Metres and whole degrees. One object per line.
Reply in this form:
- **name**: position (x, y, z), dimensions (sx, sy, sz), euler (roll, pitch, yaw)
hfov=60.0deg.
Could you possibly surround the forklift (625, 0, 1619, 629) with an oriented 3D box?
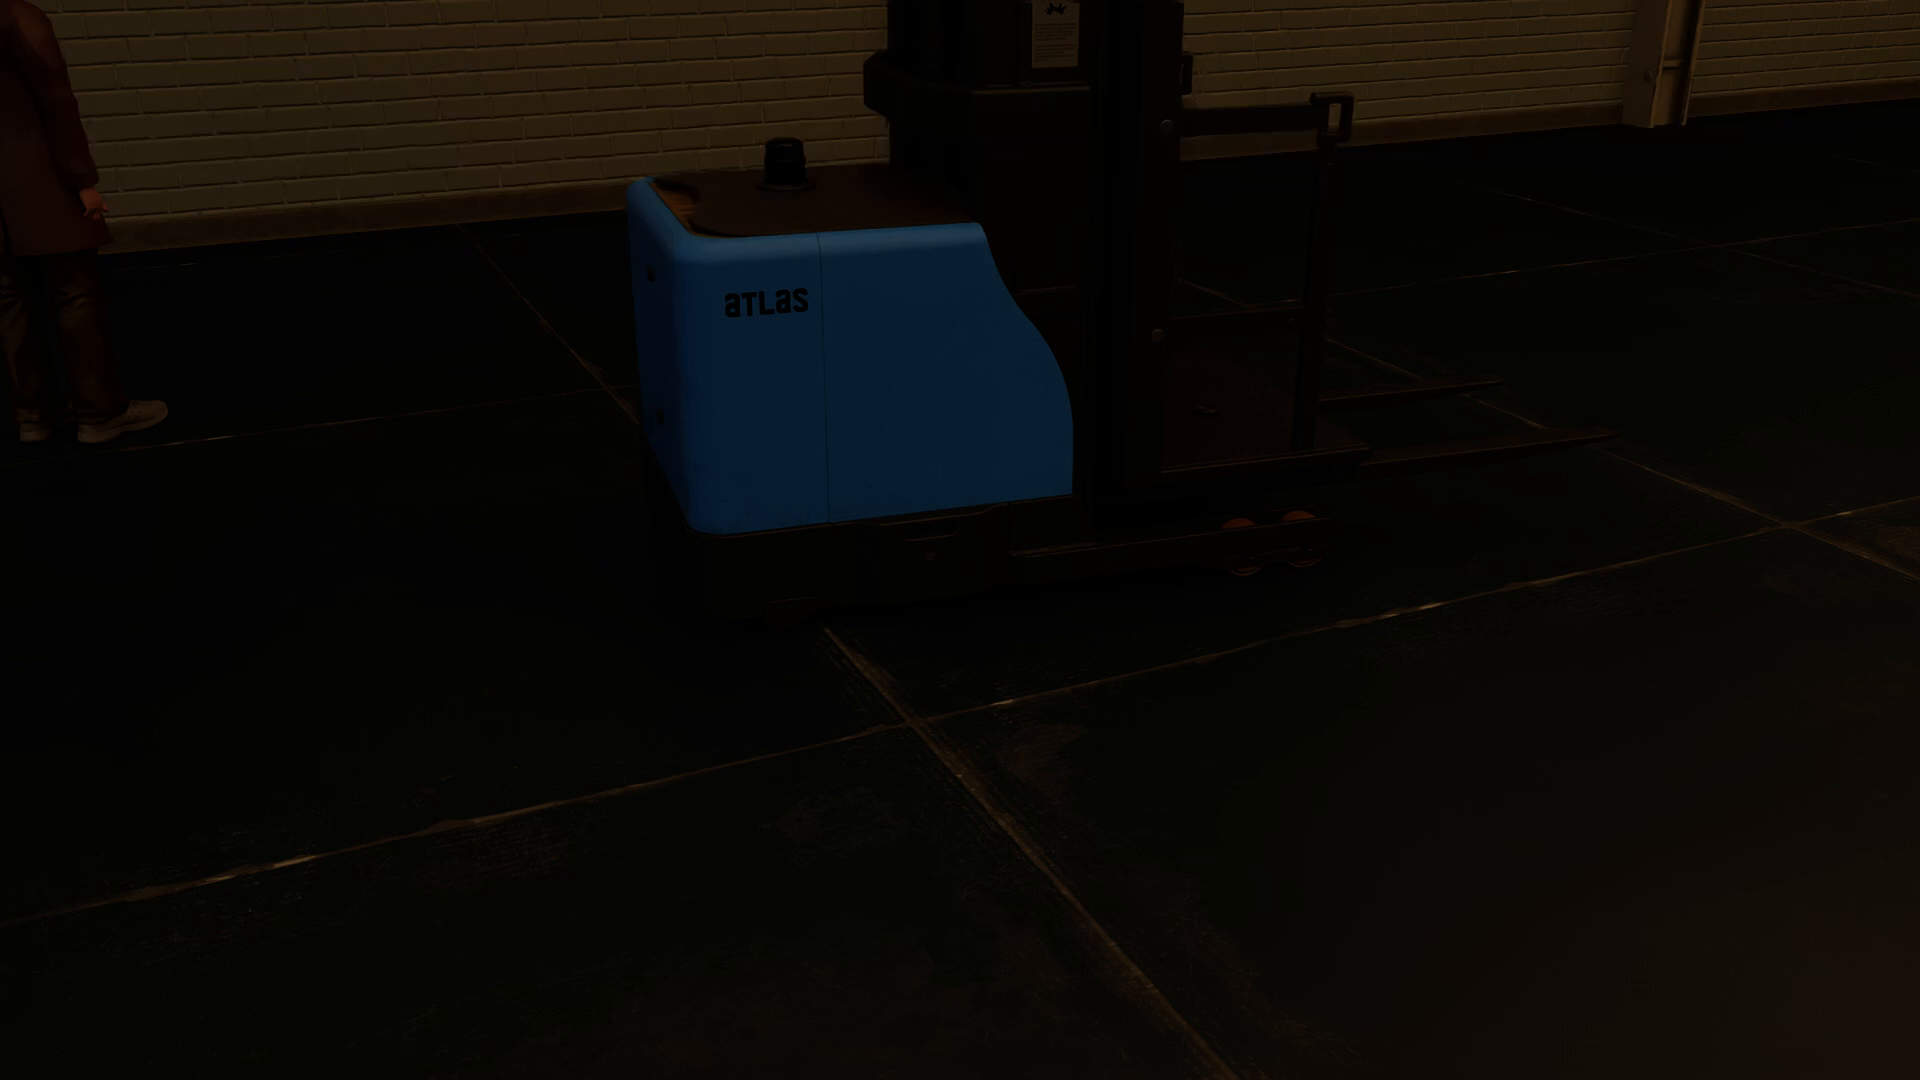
- **forklift**: position (0.583, -1.433, 4.736), dimensions (3.031, 2.935, 1.130), euler (-7, 24, -17)

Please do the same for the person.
- **person**: position (-3.206, -1.226, 5.733), dimensions (0.563, 1.783, 0.384), euler (3, 23, 7)
